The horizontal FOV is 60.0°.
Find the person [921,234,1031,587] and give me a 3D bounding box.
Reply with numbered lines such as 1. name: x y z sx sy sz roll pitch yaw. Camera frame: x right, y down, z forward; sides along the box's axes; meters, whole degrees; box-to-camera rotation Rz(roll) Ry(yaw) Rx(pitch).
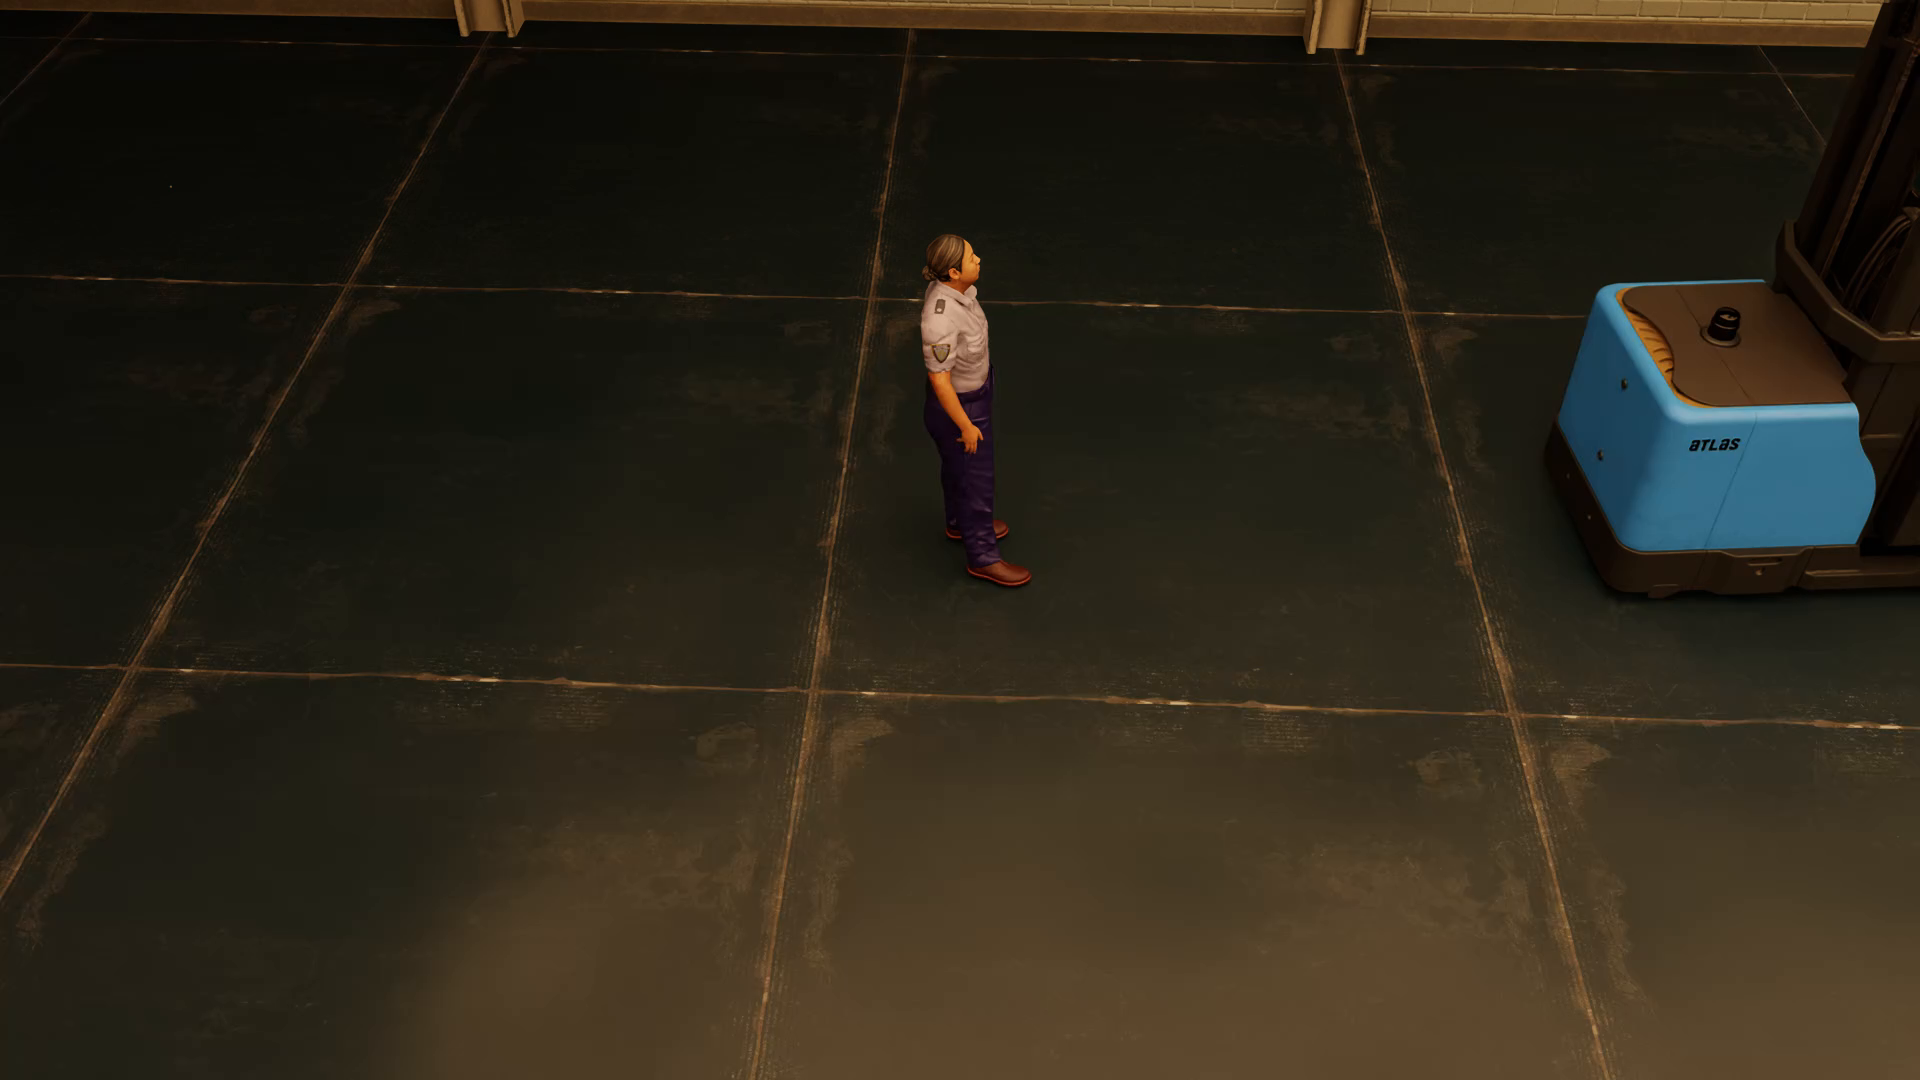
1. person: 0.089 -0.595 7.336 0.502 1.651 0.598 2 42 2

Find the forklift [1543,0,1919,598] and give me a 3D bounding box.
1. forklift: 4.429 -1.194 7.051 3.031 2.935 1.130 -2 42 -2
